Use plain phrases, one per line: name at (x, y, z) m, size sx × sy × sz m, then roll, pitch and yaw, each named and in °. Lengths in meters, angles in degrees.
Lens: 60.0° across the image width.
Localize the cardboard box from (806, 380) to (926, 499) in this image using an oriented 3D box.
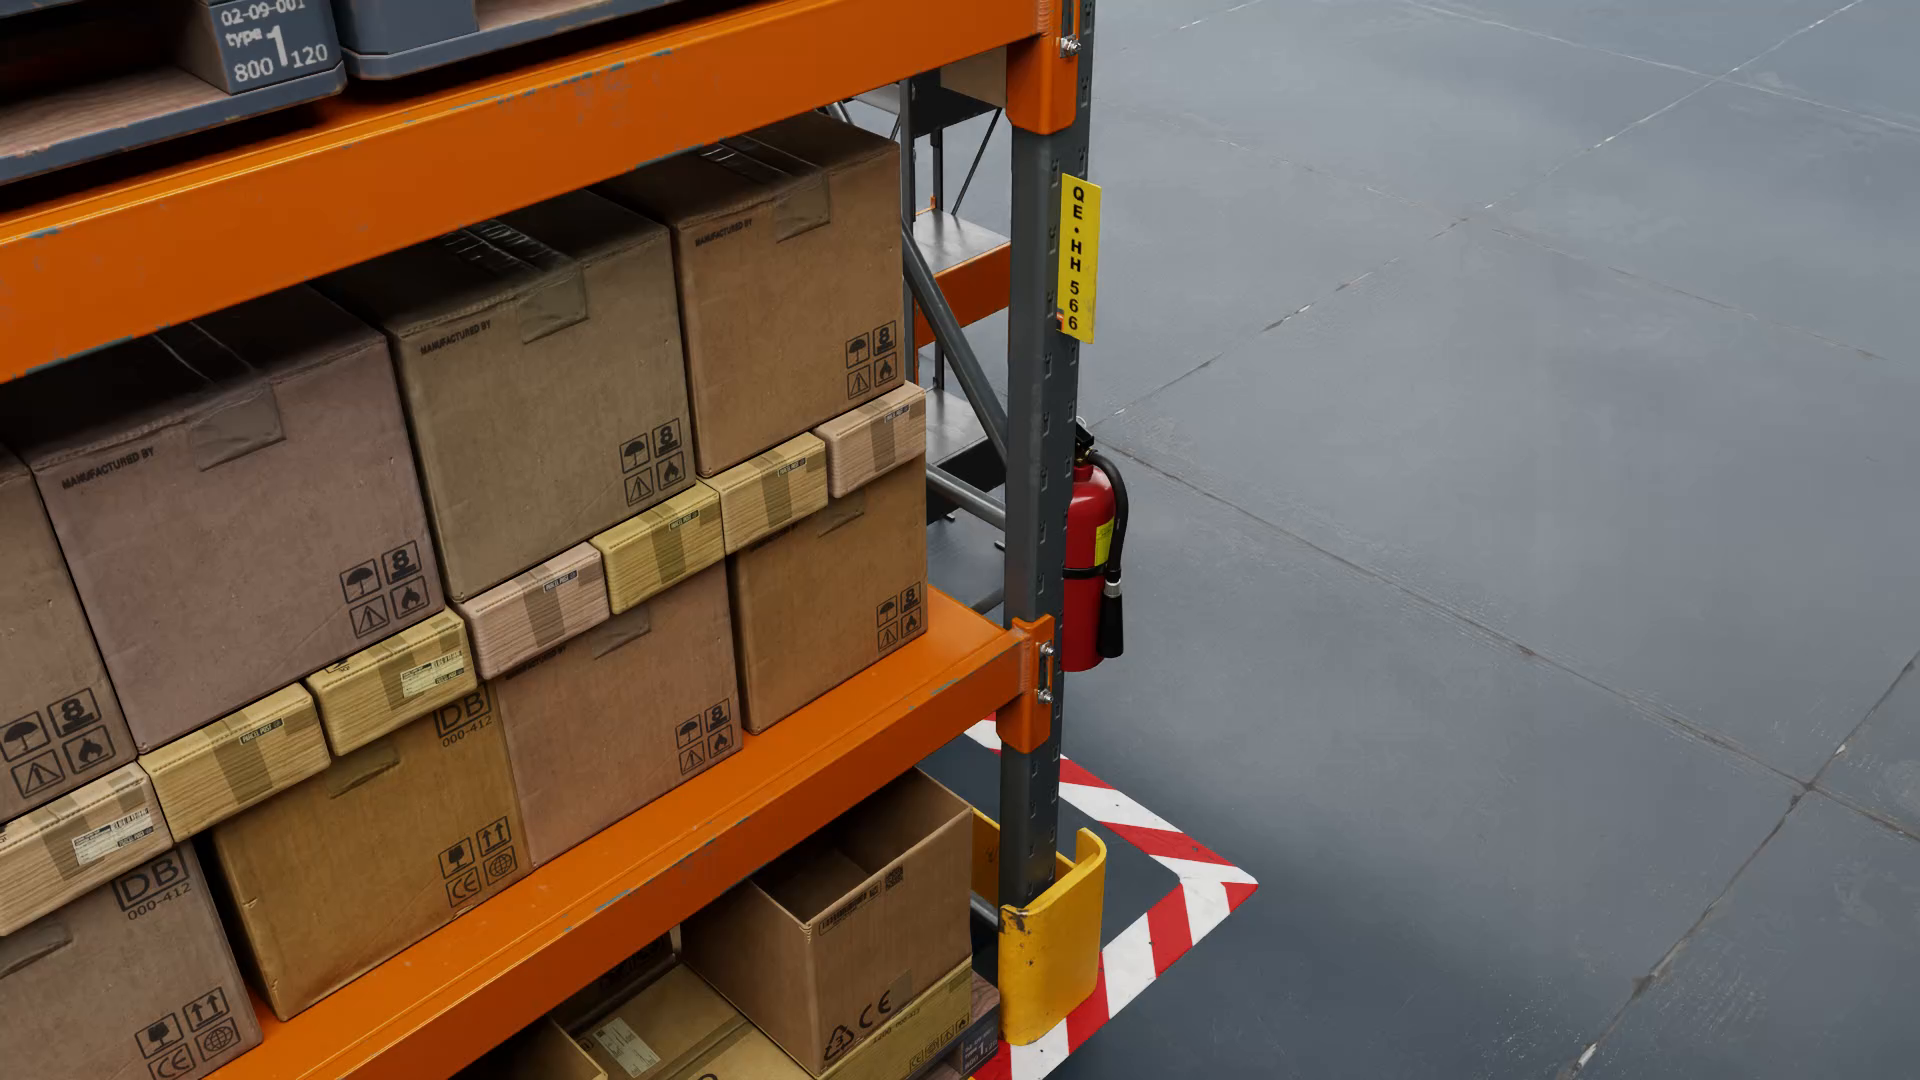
cardboard box at (-0.286, -0.261, 3.348) m, size 0.380 × 0.149 × 0.250 m, roll 29°, pitch 44°, yaw 35°

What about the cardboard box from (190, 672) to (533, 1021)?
cardboard box at (-1.211, 0.372, 3.008) m, size 0.500 × 0.500 × 0.700 m, roll -30°, pitch 45°, yaw -35°

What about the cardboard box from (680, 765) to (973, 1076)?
cardboard box at (-0.319, 0.800, 3.862) m, size 0.500 × 0.500 × 0.500 m, roll 30°, pitch 45°, yaw 35°

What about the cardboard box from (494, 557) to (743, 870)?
cardboard box at (-2.347, 1.459, 2.183) m, size 4.930 × 1.340 × 1.023 m, roll -29°, pitch 44°, yaw -35°

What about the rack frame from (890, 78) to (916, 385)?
rack frame at (-0.289, -0.695, 5.411) m, size 0.400 × 2.100 × 0.015 m, roll 30°, pitch 45°, yaw 35°

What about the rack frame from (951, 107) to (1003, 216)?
rack frame at (0.054, -0.894, 5.696) m, size 0.380 × 1.831 × 0.006 m, roll 30°, pitch 45°, yaw 35°

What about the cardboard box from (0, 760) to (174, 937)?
cardboard box at (-1.378, 0.369, 2.444) m, size 0.380 × 0.149 × 0.250 m, roll 29°, pitch 44°, yaw 35°

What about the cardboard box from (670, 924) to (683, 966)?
cardboard box at (-0.688, 0.898, 4.377) m, size 0.500 × 0.250 × 0.500 m, roll 30°, pitch 45°, yaw 35°

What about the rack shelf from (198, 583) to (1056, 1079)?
rack shelf at (-1.562, 0.921, 2.936) m, size 1.077 × 0.370 × 4.000 m, roll 30°, pitch 45°, yaw 35°

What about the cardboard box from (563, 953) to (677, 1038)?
cardboard box at (-1.038, 1.102, 4.084) m, size 0.500 × 0.250 × 0.500 m, roll 30°, pitch 45°, yaw 35°

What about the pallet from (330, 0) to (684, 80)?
pallet at (-0.669, -1.104, 2.665) m, size 1.003 × 0.211 × 1.213 m, roll 30°, pitch 45°, yaw 35°

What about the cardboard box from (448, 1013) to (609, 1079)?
cardboard box at (-1.013, 1.211, 3.272) m, size 0.500 × 0.500 × 0.500 m, roll 30°, pitch 45°, yaw 35°

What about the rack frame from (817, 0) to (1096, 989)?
rack frame at (-0.152, -0.186, 3.895) m, size 1.000 × 3.000 × 0.127 m, roll 30°, pitch 45°, yaw 35°

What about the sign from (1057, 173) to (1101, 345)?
sign at (0.223, -0.534, 3.174) m, size 0.100 × 0.325 × 0.005 m, roll 30°, pitch 45°, yaw 35°

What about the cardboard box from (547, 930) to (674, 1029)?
cardboard box at (-1.039, 0.794, 3.871) m, size 0.500 × 0.500 × 0.500 m, roll 30°, pitch 45°, yaw 35°

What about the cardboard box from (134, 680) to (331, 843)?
cardboard box at (-1.198, 0.265, 2.593) m, size 0.250 × 0.149 × 0.380 m, roll -29°, pitch 44°, yaw -34°

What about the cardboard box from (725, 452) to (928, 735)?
cardboard box at (-0.490, -0.043, 3.602) m, size 0.700 × 0.500 × 0.500 m, roll 30°, pitch 45°, yaw 35°

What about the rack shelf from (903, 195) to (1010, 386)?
rack shelf at (-0.117, -0.783, 5.561) m, size 0.431 × 0.518 × 0.480 m, roll 30°, pitch 45°, yaw 35°

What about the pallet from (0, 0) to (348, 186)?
pallet at (-1.529, -0.606, 1.952) m, size 1.003 × 0.211 × 1.213 m, roll 30°, pitch 45°, yaw 35°

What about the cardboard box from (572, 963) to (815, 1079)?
cardboard box at (-0.664, 1.314, 3.780) m, size 0.500 × 0.250 × 0.500 m, roll 30°, pitch 45°, yaw 35°

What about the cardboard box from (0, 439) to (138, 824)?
cardboard box at (-1.602, 0.071, 2.305) m, size 0.700 × 0.500 × 0.500 m, roll 30°, pitch 45°, yaw 35°

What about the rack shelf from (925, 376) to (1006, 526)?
rack shelf at (-0.117, -0.209, 5.961) m, size 0.431 × 0.518 × 0.480 m, roll 30°, pitch 45°, yaw 35°

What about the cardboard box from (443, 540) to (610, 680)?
cardboard box at (-0.829, 0.051, 2.901) m, size 0.250 × 0.149 × 0.380 m, roll -29°, pitch 44°, yaw -35°

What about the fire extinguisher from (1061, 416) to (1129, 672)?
fire extinguisher at (0.260, -0.015, 3.717) m, size 0.296 × 0.674 × 0.183 m, roll 30°, pitch 45°, yaw 35°

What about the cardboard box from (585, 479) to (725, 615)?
cardboard box at (-0.650, -0.051, 3.046) m, size 0.380 × 0.149 × 0.250 m, roll 29°, pitch 44°, yaw 35°

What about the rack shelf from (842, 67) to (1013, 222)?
rack shelf at (-0.117, -1.357, 5.160) m, size 0.431 × 0.518 × 0.480 m, roll 30°, pitch 45°, yaw 35°

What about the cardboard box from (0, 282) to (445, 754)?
cardboard box at (-1.249, -0.133, 2.597) m, size 0.500 × 0.500 × 0.700 m, roll -30°, pitch 45°, yaw -35°

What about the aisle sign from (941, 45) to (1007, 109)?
aisle sign at (0.102, -1.161, 3.019) m, size 0.394 × 0.787 × 0.004 m, roll 30°, pitch 45°, yaw 35°

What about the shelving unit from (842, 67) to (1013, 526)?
shelving unit at (-0.118, -0.793, 5.552) m, size 0.431 × 2.100 × 0.499 m, roll 30°, pitch 45°, yaw 35°

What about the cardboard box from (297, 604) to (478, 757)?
cardboard box at (-1.013, 0.157, 2.748) m, size 0.250 × 0.149 × 0.380 m, roll -28°, pitch 44°, yaw -34°

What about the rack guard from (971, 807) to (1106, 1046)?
rack guard at (-0.136, 0.829, 4.624) m, size 1.175 × 0.500 × 0.348 m, roll 30°, pitch 45°, yaw 35°
